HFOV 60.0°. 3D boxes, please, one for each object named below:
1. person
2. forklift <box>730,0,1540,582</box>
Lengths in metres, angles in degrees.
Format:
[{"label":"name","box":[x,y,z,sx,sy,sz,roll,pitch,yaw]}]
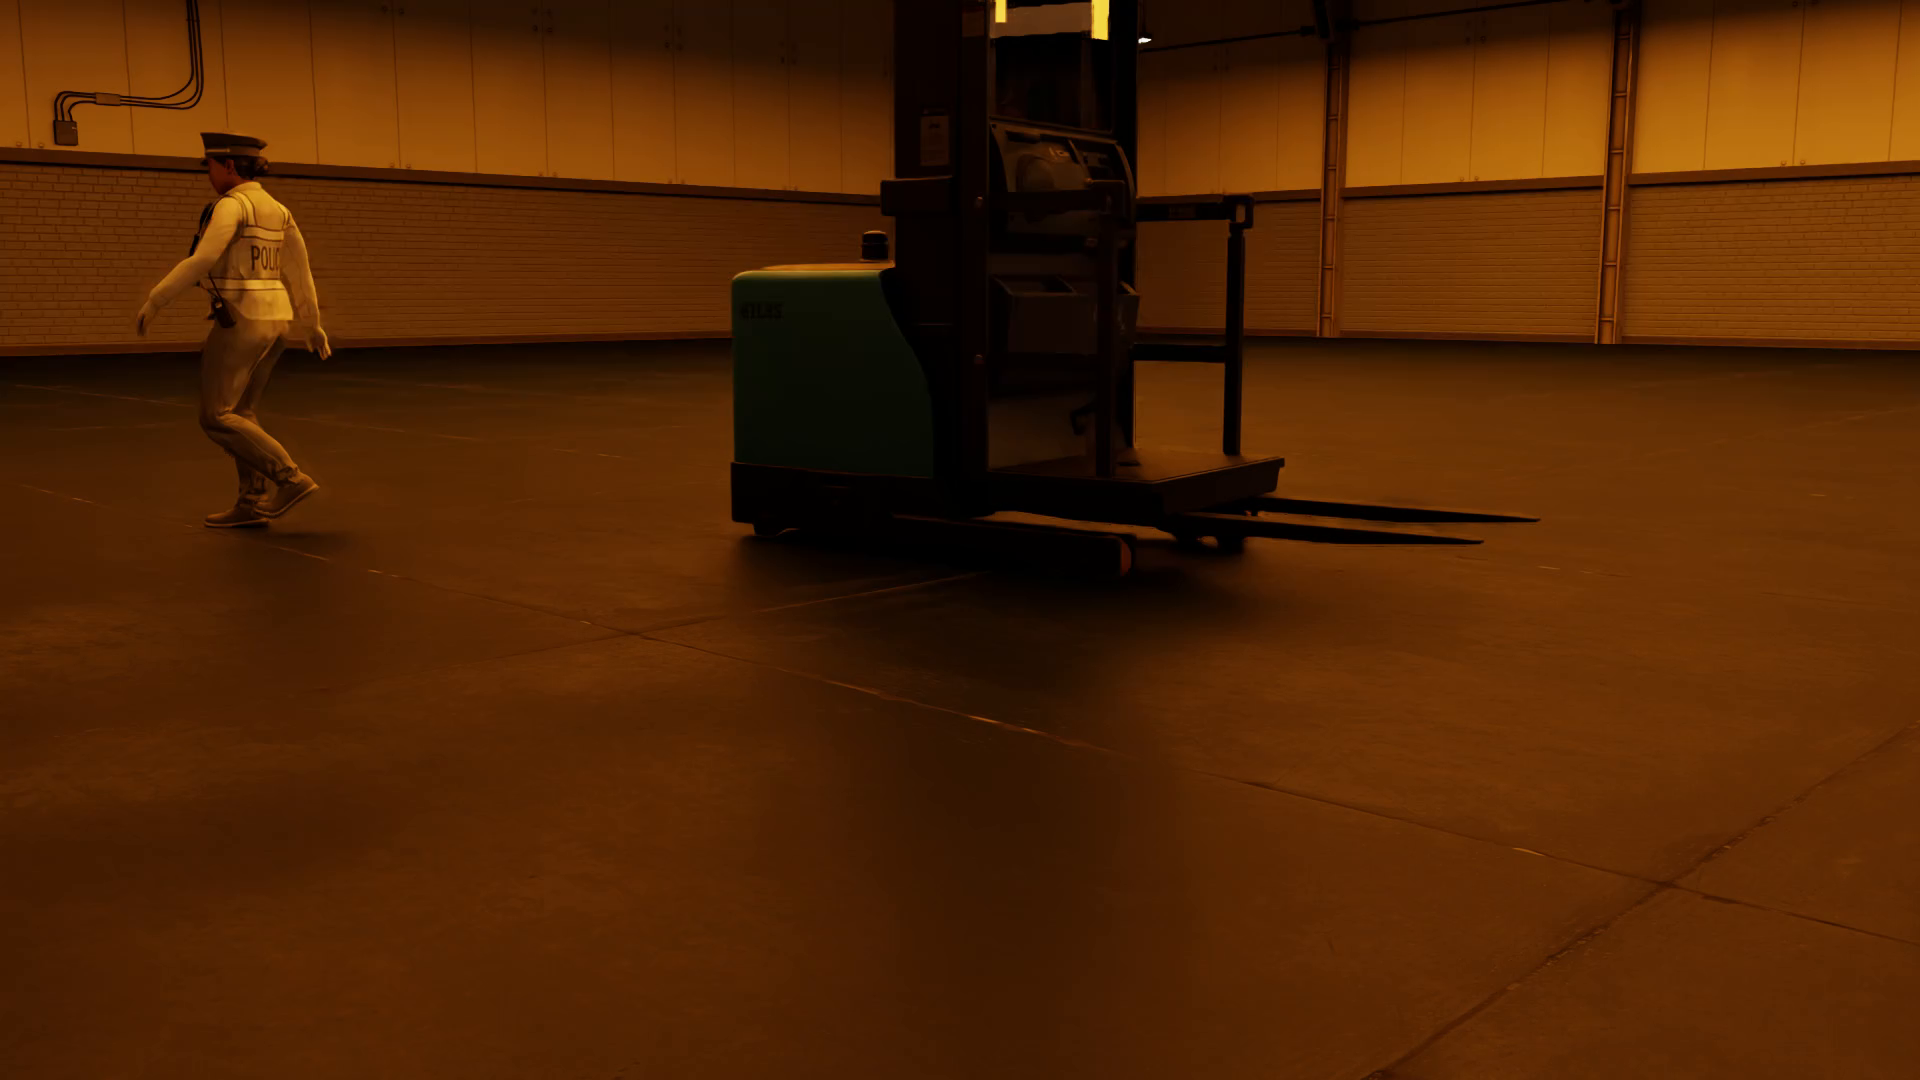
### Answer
[{"label":"person","box":[-2.969,-0.862,6.933,0.594,1.652,0.753,0,9,3]},{"label":"forklift","box":[0.566,-1.393,6.122,3.031,2.935,1.130,6,10,35]}]
